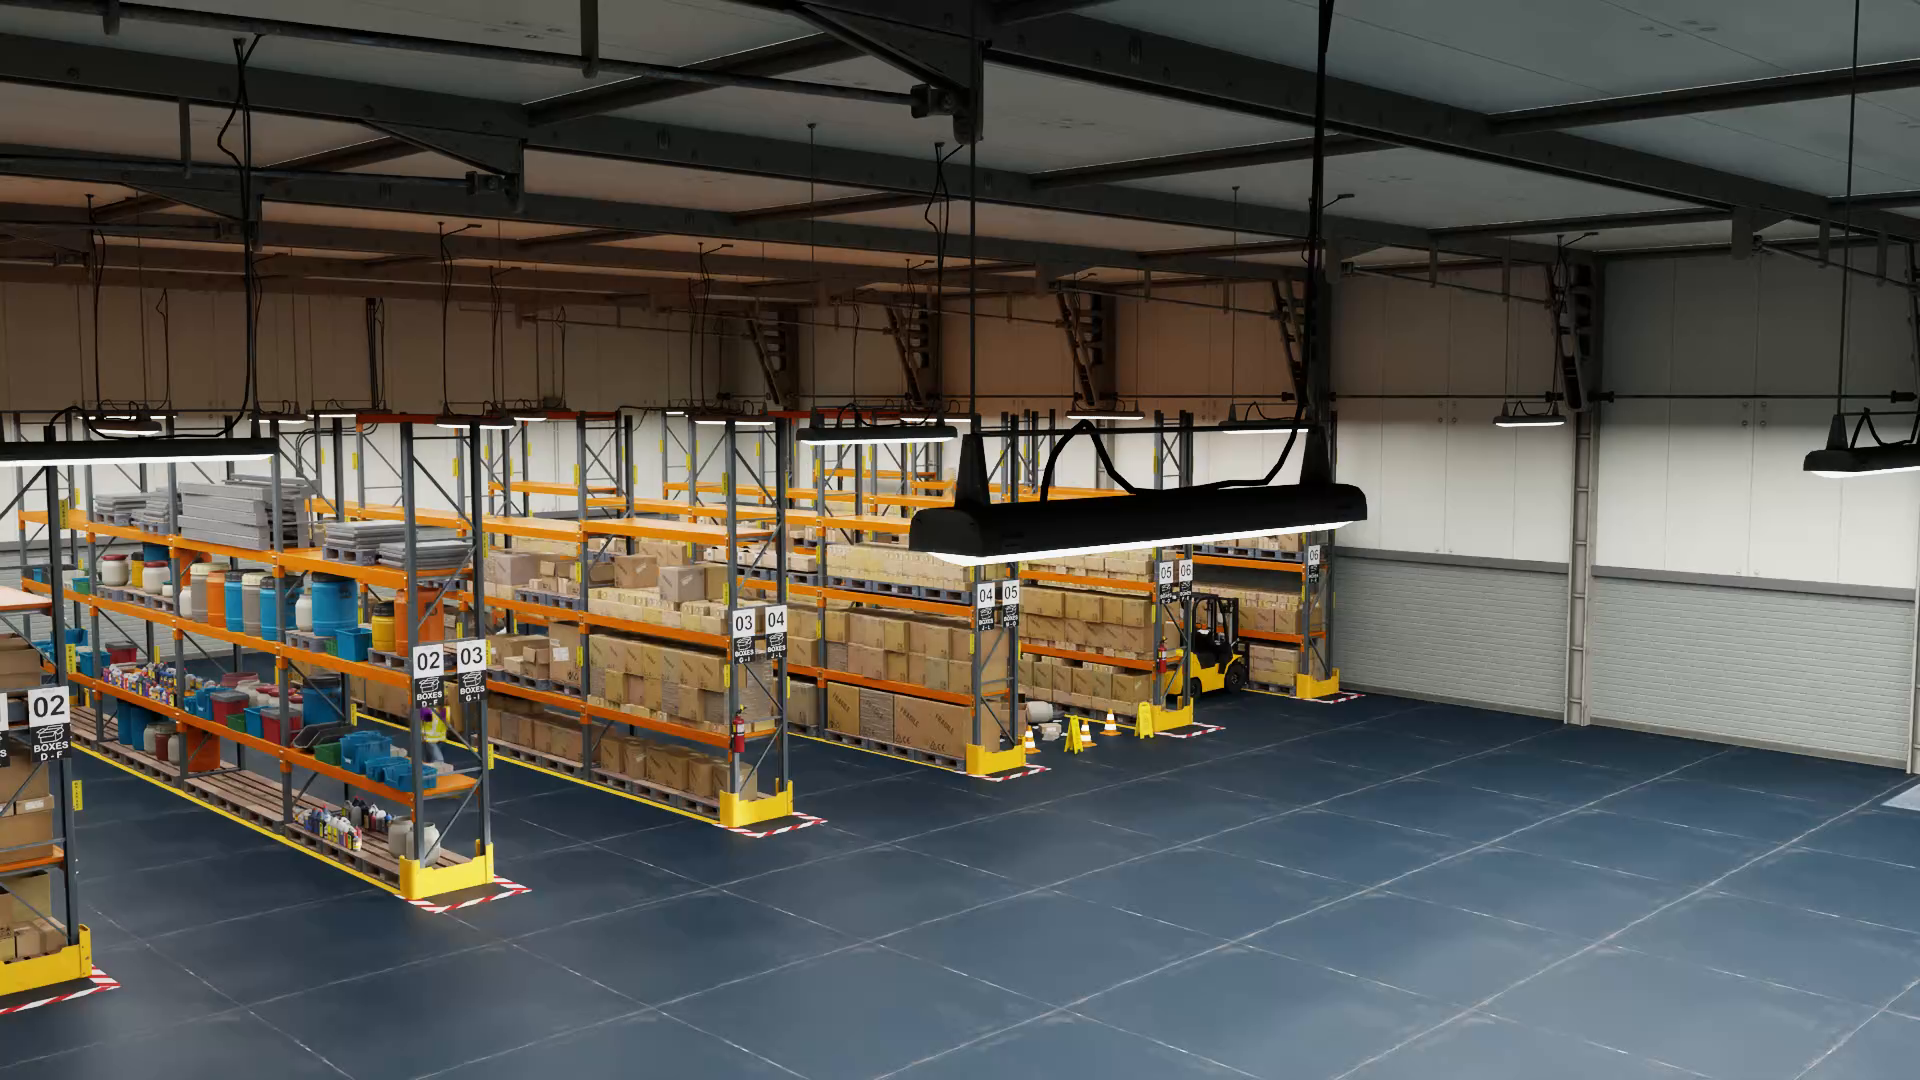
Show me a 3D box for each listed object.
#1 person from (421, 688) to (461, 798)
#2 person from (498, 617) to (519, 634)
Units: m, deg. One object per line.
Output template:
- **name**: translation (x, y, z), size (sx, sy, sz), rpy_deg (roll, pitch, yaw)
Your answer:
- **person**: translation (-8.285, 3.154, 26.177), size (1.124, 1.707, 0.713), rpy_deg (3, 6, 28)
- **person**: translation (-9.627, 2.428, 35.603), size (0.616, 1.659, 0.554), rpy_deg (-4, 7, -41)
